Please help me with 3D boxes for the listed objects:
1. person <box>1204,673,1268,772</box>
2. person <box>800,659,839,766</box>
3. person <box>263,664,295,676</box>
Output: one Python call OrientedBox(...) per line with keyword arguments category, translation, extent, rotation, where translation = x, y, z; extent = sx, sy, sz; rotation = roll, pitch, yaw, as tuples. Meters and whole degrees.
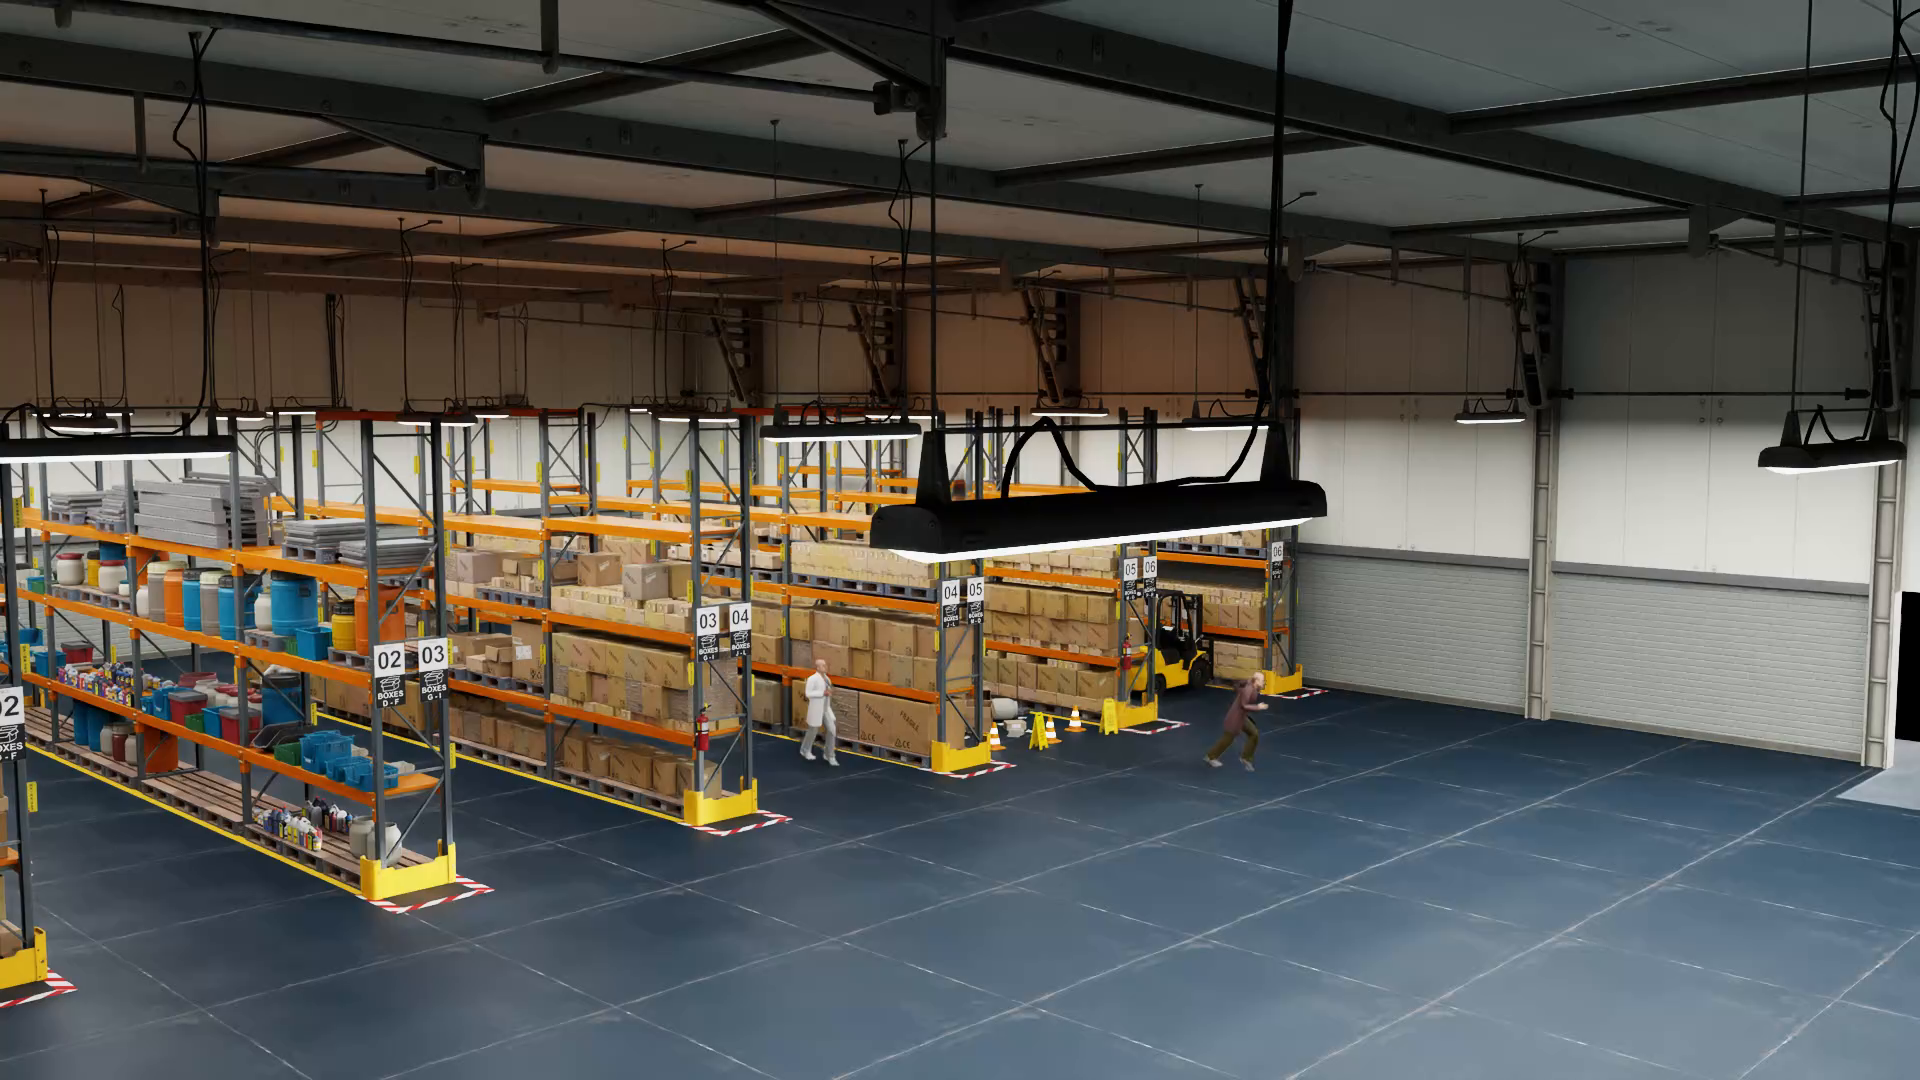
OrientedBox(category="person", translation=(4.648, 3.057, 27.899), extent=(1.053, 1.728, 0.752), rotation=(2, 5, 19))
OrientedBox(category="person", translation=(-2.436, 2.949, 28.333), extent=(0.861, 1.855, 0.668), rotation=(4, 6, 38))
OrientedBox(category="person", translation=(-12.460, 2.820, 30.616), extent=(0.662, 1.592, 0.506), rotation=(3, 6, 31))
